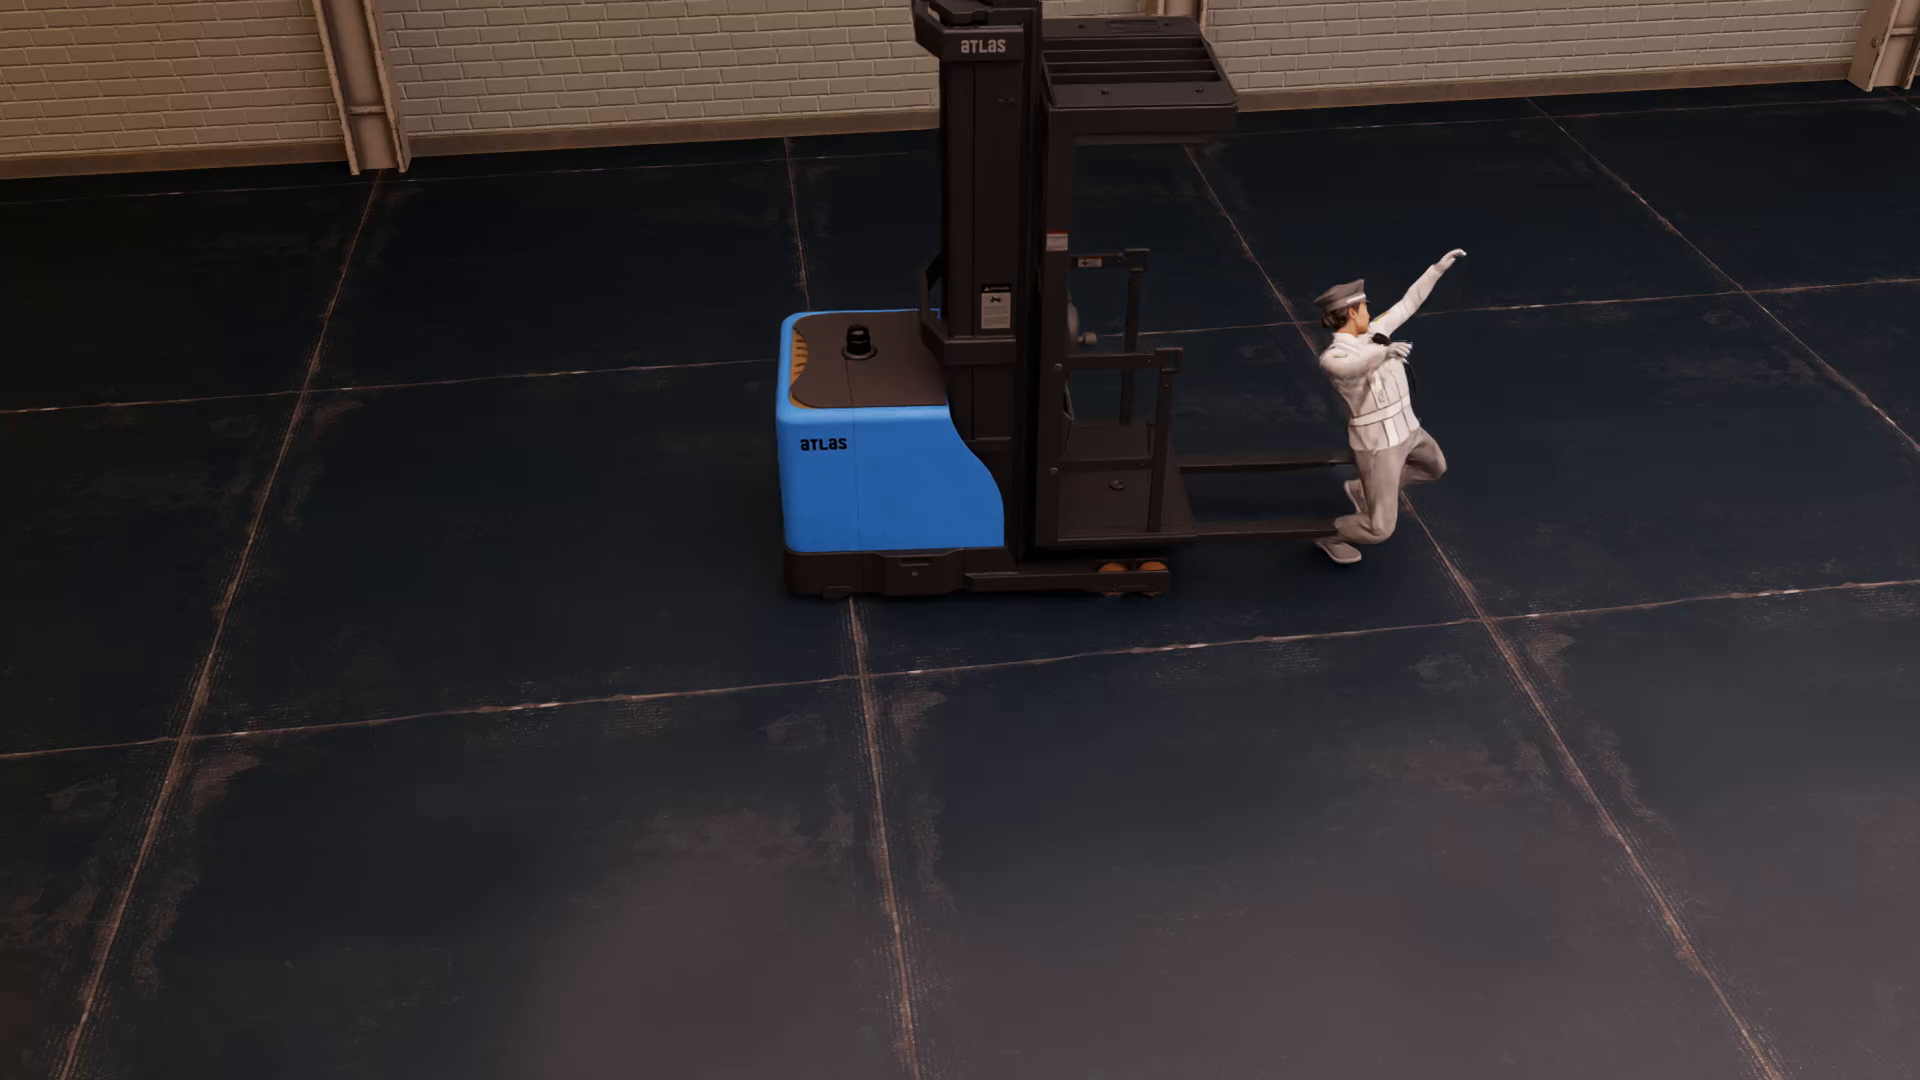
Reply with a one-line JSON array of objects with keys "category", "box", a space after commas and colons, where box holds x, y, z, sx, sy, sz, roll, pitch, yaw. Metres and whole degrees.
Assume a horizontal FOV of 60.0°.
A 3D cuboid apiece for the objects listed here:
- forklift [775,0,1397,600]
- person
[{"category": "forklift", "box": [0.635, -1.219, 7.711, 3.031, 2.935, 1.130, -2, 36, -3]}, {"category": "person", "box": [1.927, -0.593, 7.981, 0.728, 1.552, 0.890, 22, 41, 27]}]
